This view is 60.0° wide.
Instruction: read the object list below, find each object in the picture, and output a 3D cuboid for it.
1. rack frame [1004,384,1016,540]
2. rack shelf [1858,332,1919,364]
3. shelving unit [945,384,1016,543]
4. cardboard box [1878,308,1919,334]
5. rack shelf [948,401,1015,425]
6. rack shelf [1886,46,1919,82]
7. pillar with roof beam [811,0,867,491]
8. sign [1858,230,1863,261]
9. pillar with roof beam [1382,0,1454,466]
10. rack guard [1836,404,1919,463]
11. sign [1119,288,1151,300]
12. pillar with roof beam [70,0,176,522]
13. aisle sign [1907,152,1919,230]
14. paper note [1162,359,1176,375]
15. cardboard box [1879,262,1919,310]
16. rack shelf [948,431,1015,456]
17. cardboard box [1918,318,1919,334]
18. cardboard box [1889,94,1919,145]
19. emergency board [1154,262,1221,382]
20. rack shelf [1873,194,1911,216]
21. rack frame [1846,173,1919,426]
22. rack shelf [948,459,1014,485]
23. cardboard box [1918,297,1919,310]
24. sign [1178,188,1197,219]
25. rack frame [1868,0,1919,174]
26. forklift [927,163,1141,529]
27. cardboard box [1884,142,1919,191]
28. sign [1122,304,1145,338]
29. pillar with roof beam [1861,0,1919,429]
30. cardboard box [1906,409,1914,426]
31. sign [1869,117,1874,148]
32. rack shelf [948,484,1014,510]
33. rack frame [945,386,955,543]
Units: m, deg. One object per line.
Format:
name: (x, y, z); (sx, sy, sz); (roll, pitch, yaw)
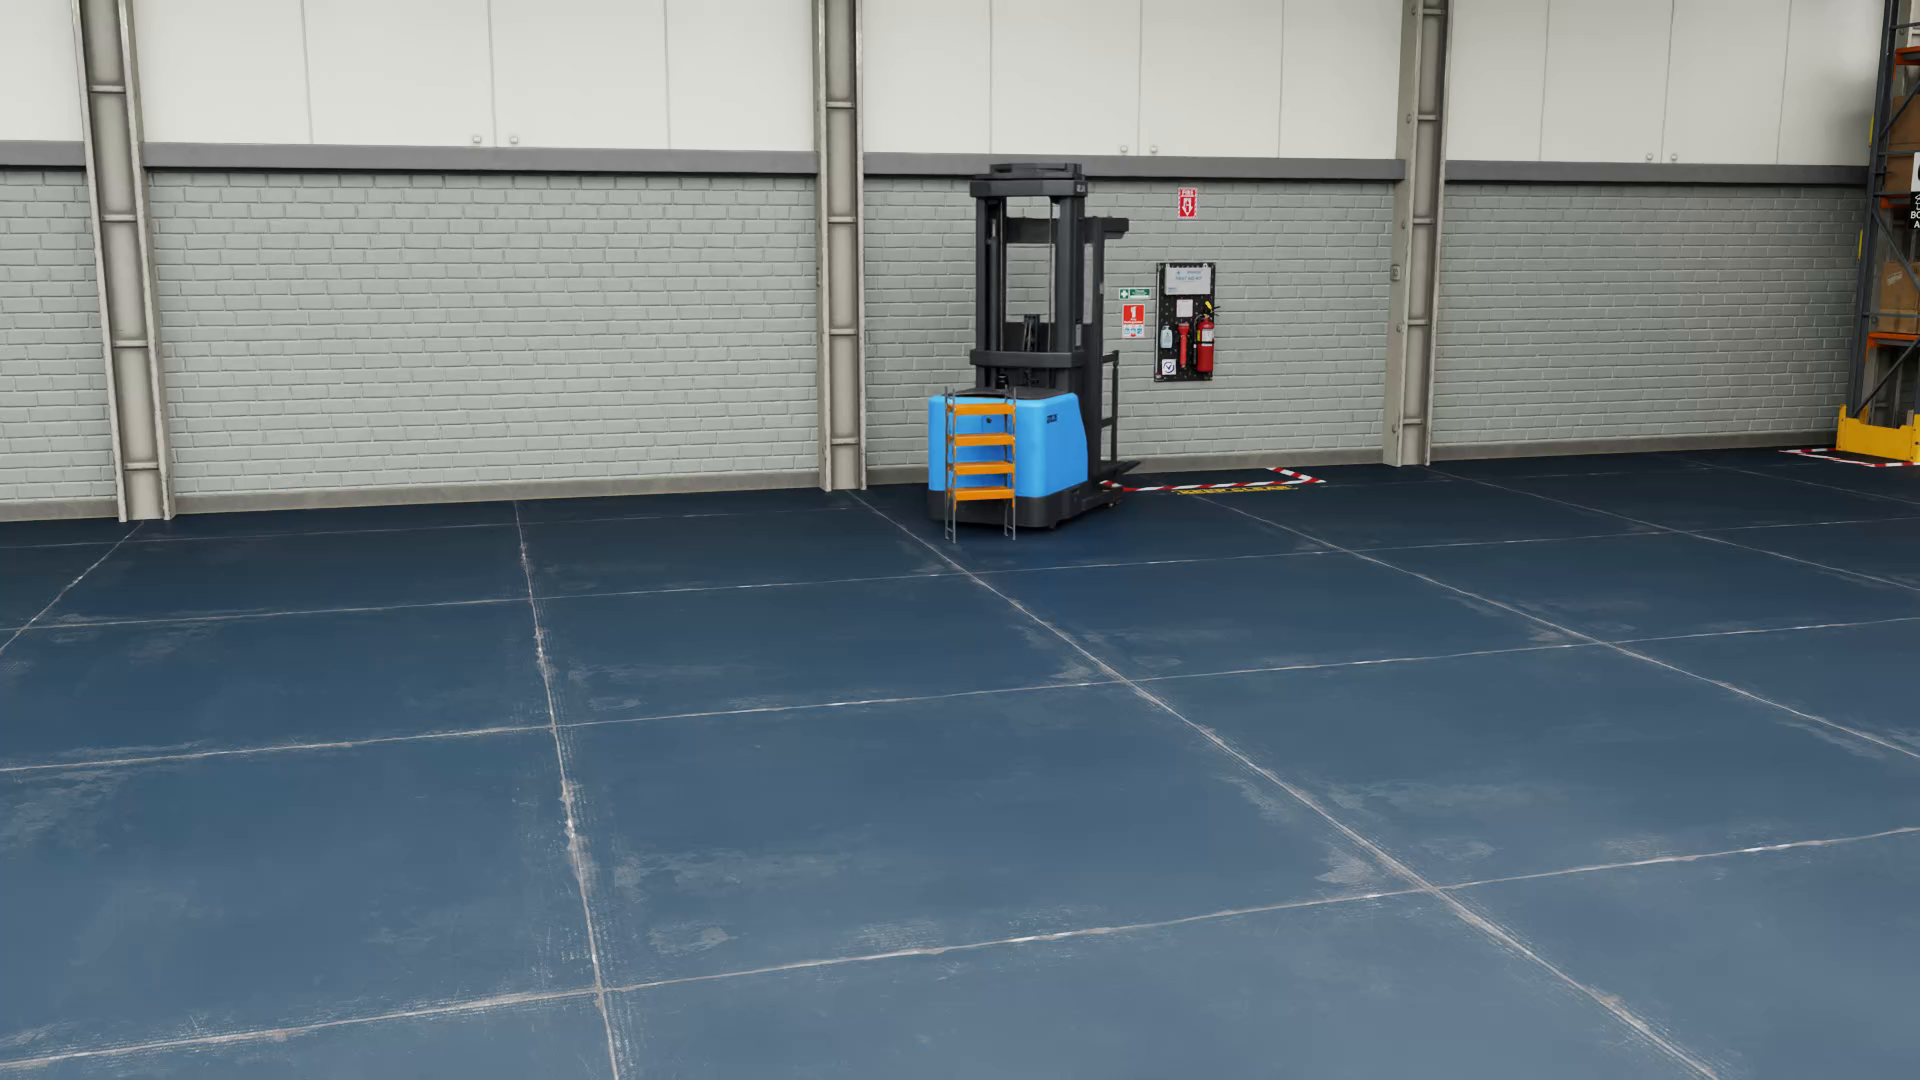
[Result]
rack frame: (0.393, -0.611, 13.047); (0.015, 1.200, 0.240); (-3, 11, -16)
rack shelf: (11.905, -2.136, 18.351); (4.000, 0.370, 1.077); (-3, 11, -16)
shelving unit: (0.158, -0.599, 12.981); (0.503, 1.200, 0.258); (-3, 11, -16)
cardboard box: (10.379, -2.382, 18.060); (0.500, 0.250, 0.500); (-3, 11, -15)
rack shelf: (0.158, -0.985, 12.911); (0.480, 0.148, 0.258); (-3, 11, -16)
rack shelf: (11.905, -5.085, 17.808); (4.000, 0.370, 1.077); (-3, 11, -16)
pillar with roof beam: (0.096, -4.169, 10.839); (0.400, 9.000, 9.100); (-3, 11, -16)
sign: (9.848, -3.211, 18.133); (0.005, 0.325, 0.100); (-3, 11, -16)
pillar with roof beam: (5.857, -4.473, 12.488); (0.400, 9.000, 9.100); (-3, 11, -16)
rack guard: (10.057, -1.163, 17.984); (0.348, 0.500, 1.175); (-3, 11, -16)
sign: (1.717, -2.419, 16.340); (0.331, 0.109, 0.001); (-3, 11, -16)
pillar with roof beam: (-5.665, -3.866, 9.189); (0.400, 9.000, 9.100); (-3, 11, -16)
aisle sign: (9.999, -3.611, 17.198); (0.004, 0.787, 0.394); (-3, 11, -16)
paper note: (2.081, -1.722, 16.549); (0.142, 0.148, 0.016); (-3, 11, -16)
cardboard box: (10.377, -2.754, 18.011); (0.500, 0.500, 0.500); (-3, 11, -17)
rack shelf: (0.158, -0.752, 12.953); (0.480, 0.148, 0.258); (-3, 11, -16)
cardboard box: (10.542, -2.294, 17.583); (0.500, 0.250, 0.500); (-3, 11, -18)
cardboard box: (10.325, -4.482, 17.729); (0.500, 0.500, 0.500); (-3, 11, -13)
emergency board: (2.270, -2.152, 16.453); (0.643, 1.169, 0.194); (-3, 11, -16)
rack shelf: (11.905, -3.611, 18.080); (4.000, 0.370, 1.077); (-3, 11, -16)
rack frame: (9.984, -2.389, 17.736); (0.127, 3.000, 1.000); (-3, 11, -16)
rack shelf: (0.158, -0.532, 12.993); (0.480, 0.148, 0.258); (-3, 11, -16)
cardboard box: (10.527, -2.665, 17.528); (0.500, 0.500, 0.500); (-3, 11, -16)
sign: (2.235, -3.309, 16.335); (0.199, 0.298, 0.001); (-3, 11, -16)
rack frame: (9.984, -5.339, 17.193); (0.127, 3.000, 1.000); (-3, 11, -16)
forklift: (0.801, -1.753, 14.472); (1.130, 2.935, 3.031); (5, 11, 24)
cardboard box: (10.314, -3.988, 17.808); (0.500, 0.500, 0.500); (-2, 11, -12)
sign: (1.711, -2.160, 16.395); (0.234, 0.329, 0.001); (-3, 11, -16)
pillar with roof beam: (11.618, -4.776, 14.137); (0.400, 9.000, 9.100); (-3, 11, -16)
cardboard box: (10.674, -1.302, 18.045); (0.500, 0.311, 0.500); (-4, 11, -22)
sign: (9.848, -4.397, 17.914); (0.005, 0.325, 0.100); (-3, 11, -16)
rack shelf: (0.158, -0.337, 13.029); (0.480, 0.148, 0.258); (-3, 11, -16)
rack frame: (-0.077, -0.586, 12.915); (0.015, 1.200, 0.240); (-3, 11, -16)
